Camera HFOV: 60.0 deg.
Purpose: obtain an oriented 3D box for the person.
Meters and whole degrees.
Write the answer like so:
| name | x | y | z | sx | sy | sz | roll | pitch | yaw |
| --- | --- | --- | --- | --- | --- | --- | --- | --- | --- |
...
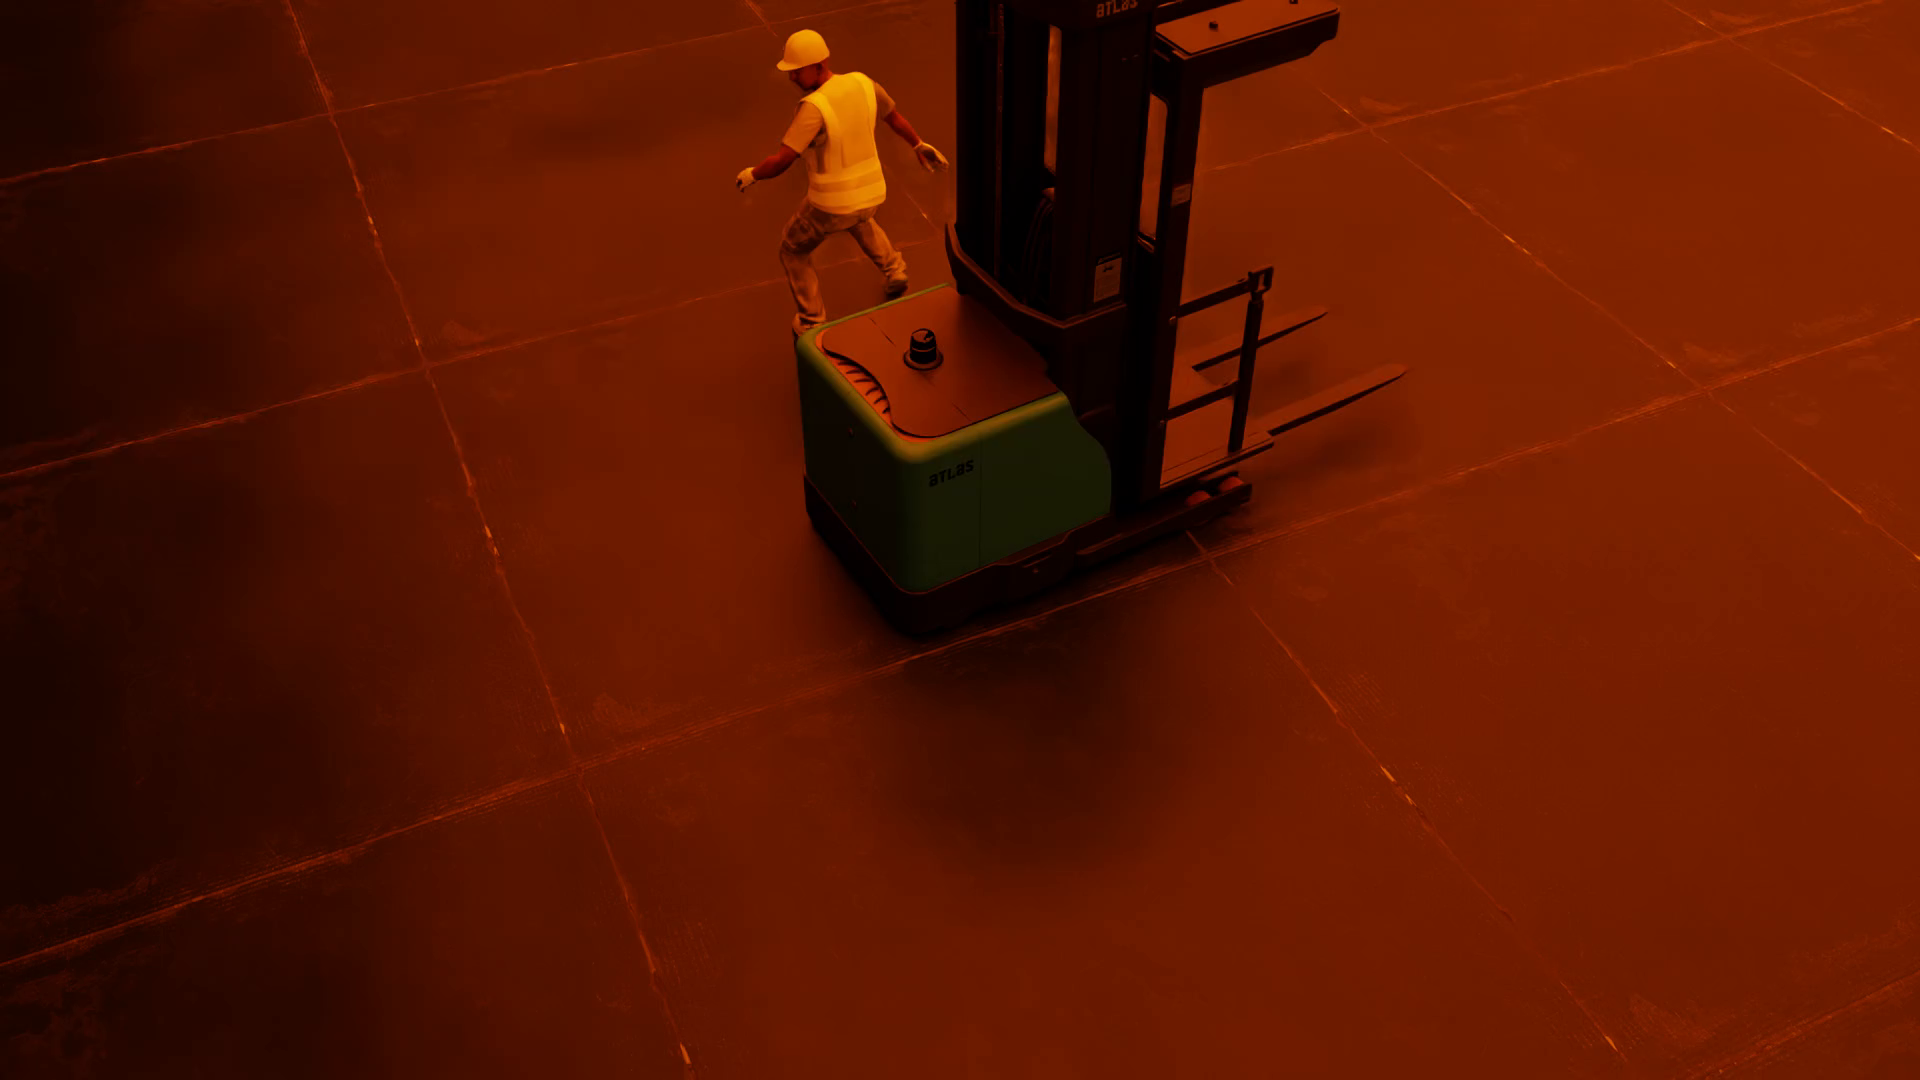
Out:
| name | x | y | z | sx | sy | sz | roll | pitch | yaw |
| --- | --- | --- | --- | --- | --- | --- | --- | --- | --- |
| person | -0.609 | -1.840 | 8.689 | 0.552 | 1.692 | 1.068 | 34 | 53 | 31 |

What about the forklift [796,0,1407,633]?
| name | x | y | z | sx | sy | sz | roll | pitch | yaw |
| --- | --- | --- | --- | --- | --- | --- | --- | --- | --- |
| forklift | 0.798 | -1.426 | 7.208 | 3.031 | 2.935 | 1.130 | -23 | 48 | -22 |
